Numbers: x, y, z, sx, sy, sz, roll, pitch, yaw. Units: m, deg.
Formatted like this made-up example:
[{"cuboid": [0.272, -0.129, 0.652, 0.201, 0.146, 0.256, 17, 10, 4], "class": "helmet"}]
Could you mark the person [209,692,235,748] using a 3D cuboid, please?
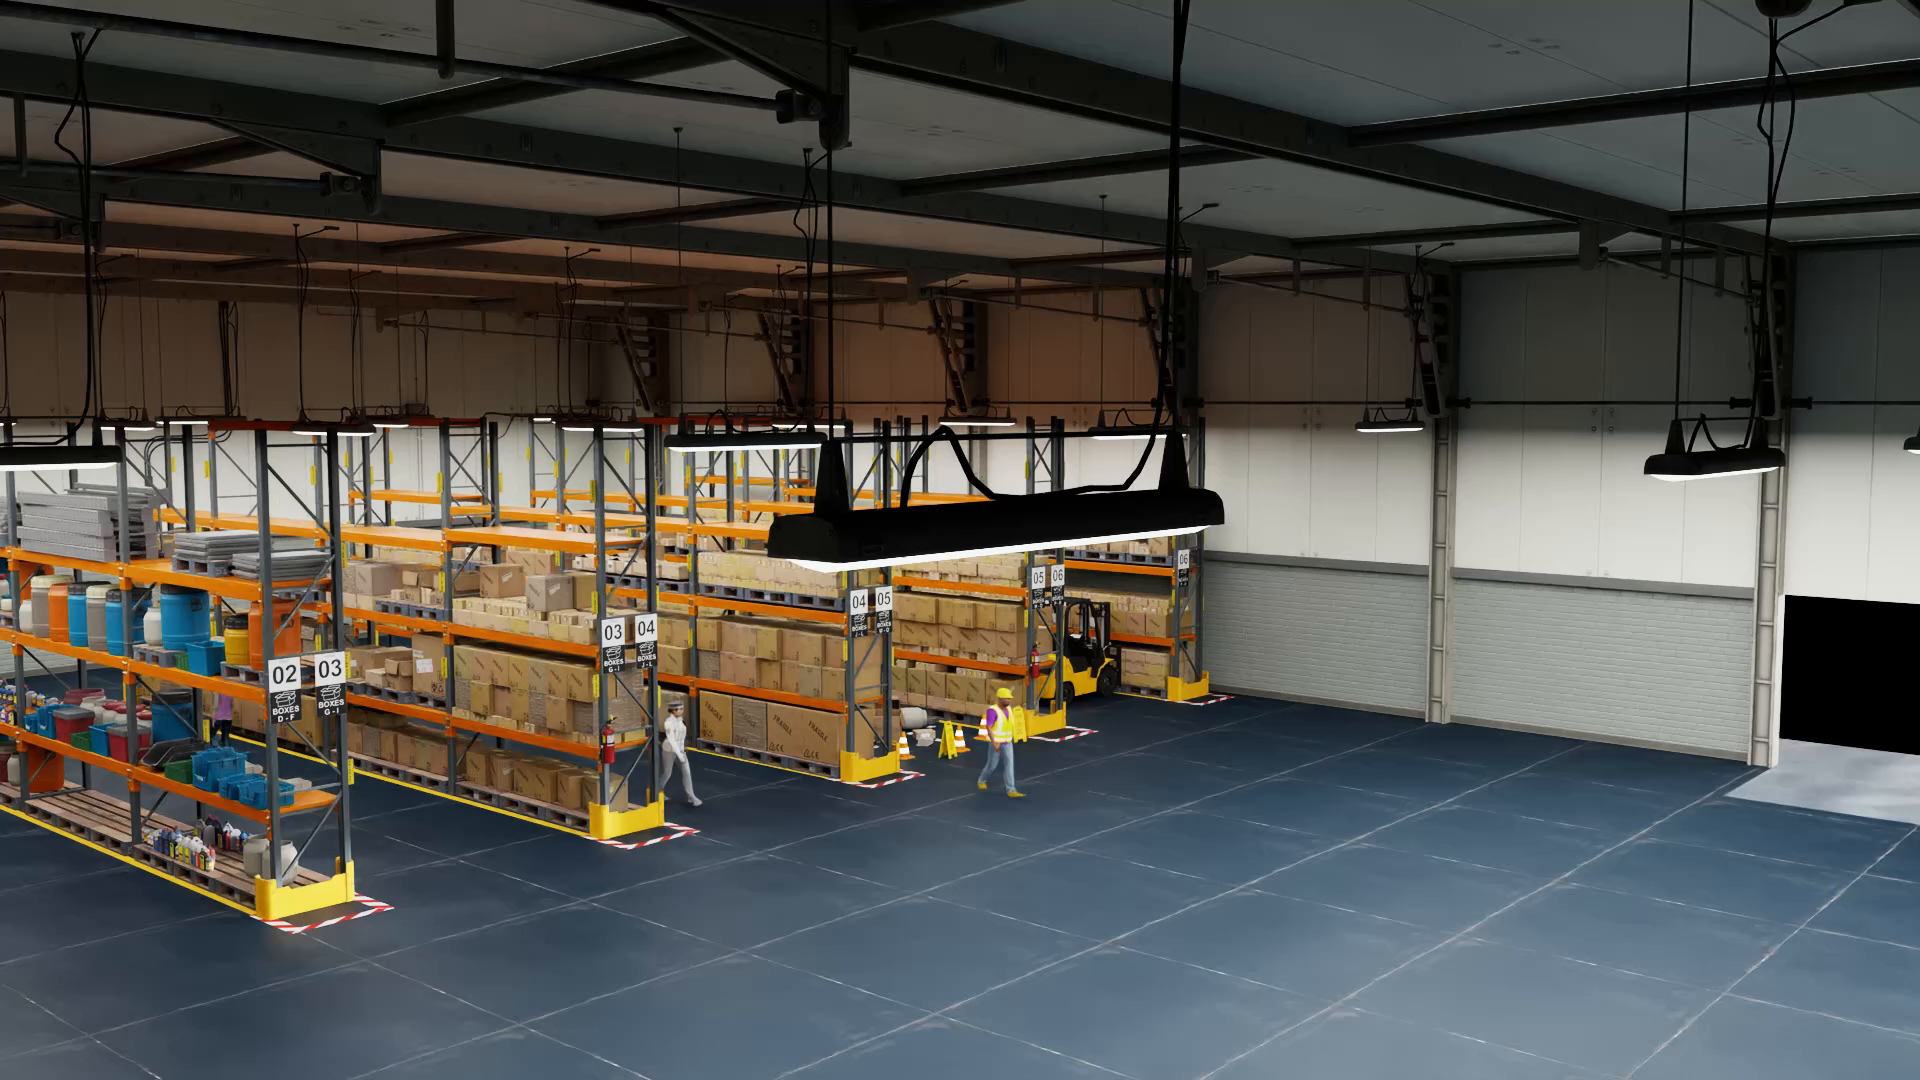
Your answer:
[{"cuboid": [-12.813, 3.129, 28.854, 0.367, 1.598, 0.484, 3, 6, 34], "class": "person"}]

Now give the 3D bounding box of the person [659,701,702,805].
[{"cuboid": [-4.445, 3.331, 26.212, 0.935, 1.615, 0.467, 3, 5, 29], "class": "person"}]

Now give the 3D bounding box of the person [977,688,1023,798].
[{"cuboid": [0.680, 3.252, 26.746, 0.982, 1.730, 0.658, 5, 7, 45], "class": "person"}]
